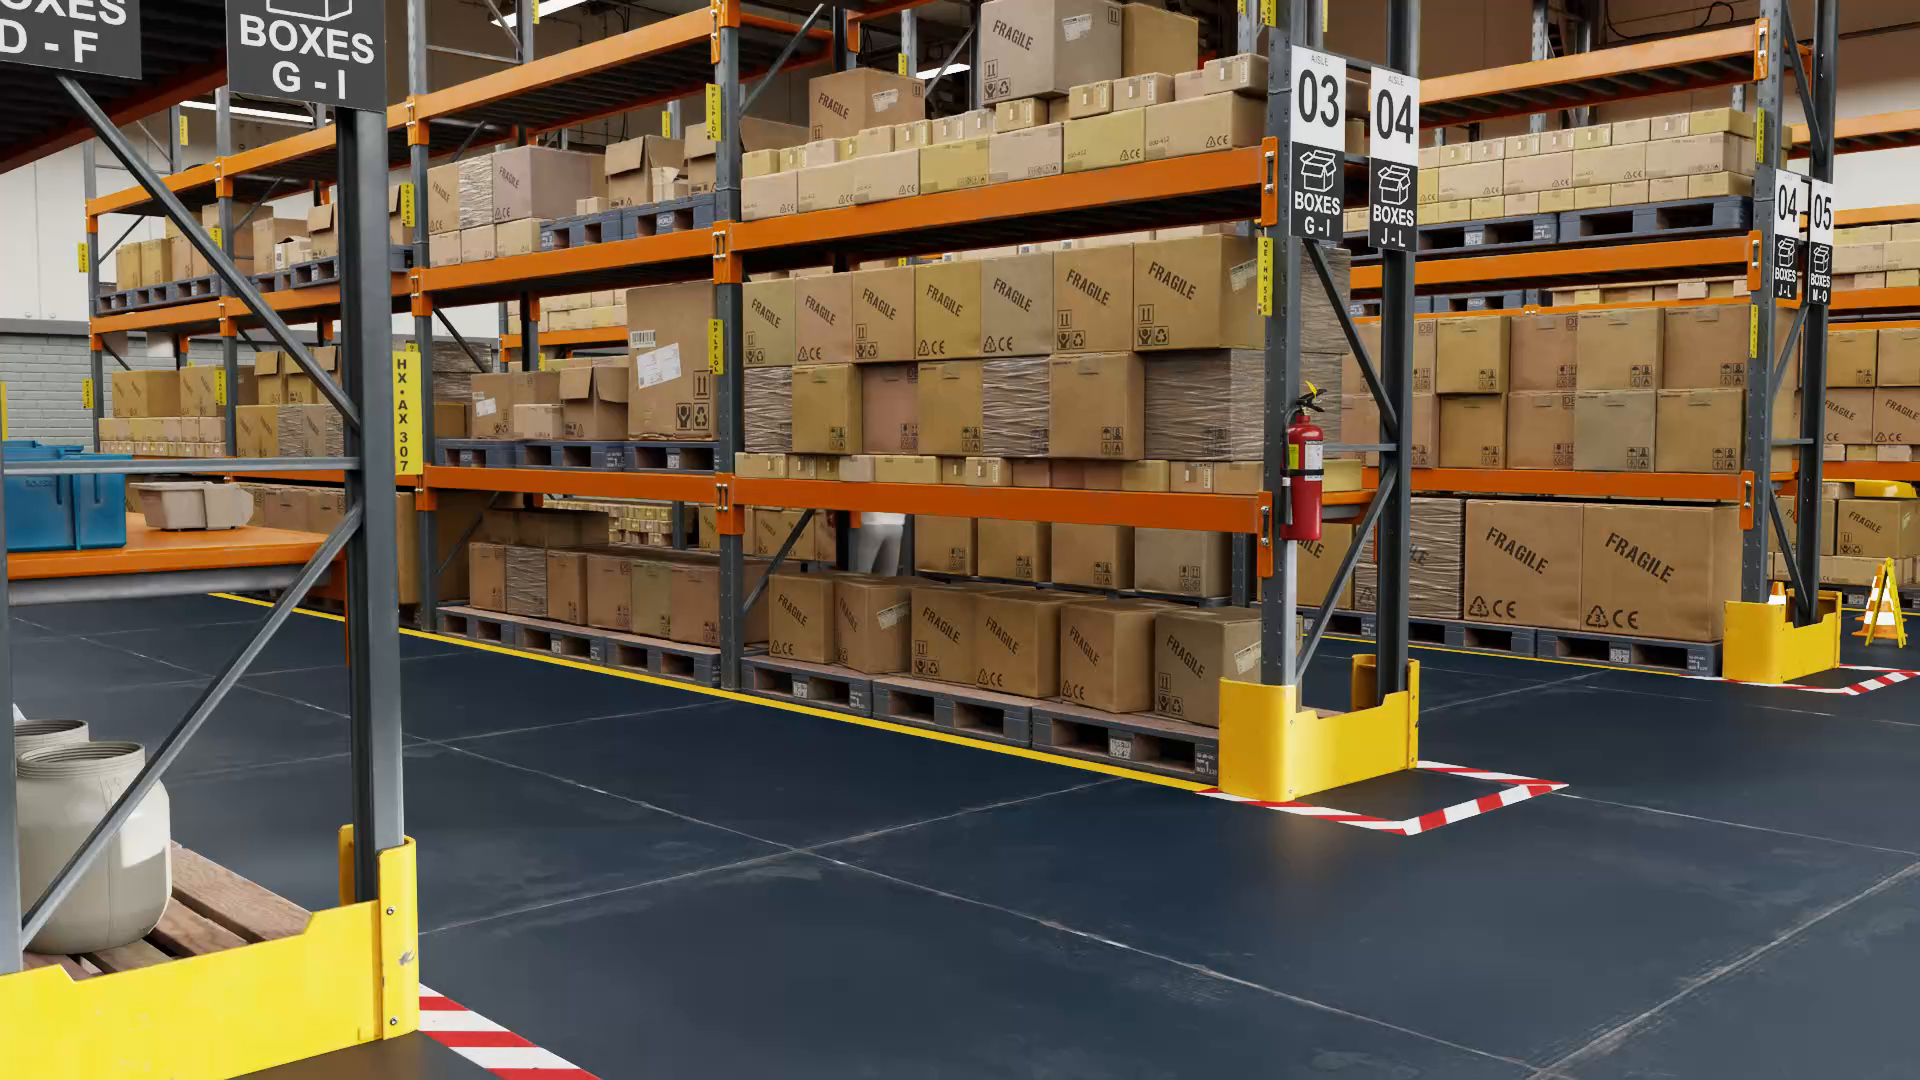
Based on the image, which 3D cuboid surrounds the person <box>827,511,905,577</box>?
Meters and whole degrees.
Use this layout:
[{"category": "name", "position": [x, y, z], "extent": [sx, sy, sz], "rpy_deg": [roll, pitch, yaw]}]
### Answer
[{"category": "person", "position": [-0.688, -0.093, 12.010], "extent": [0.494, 1.761, 0.572], "rpy_deg": [-4, 5, -43]}]
